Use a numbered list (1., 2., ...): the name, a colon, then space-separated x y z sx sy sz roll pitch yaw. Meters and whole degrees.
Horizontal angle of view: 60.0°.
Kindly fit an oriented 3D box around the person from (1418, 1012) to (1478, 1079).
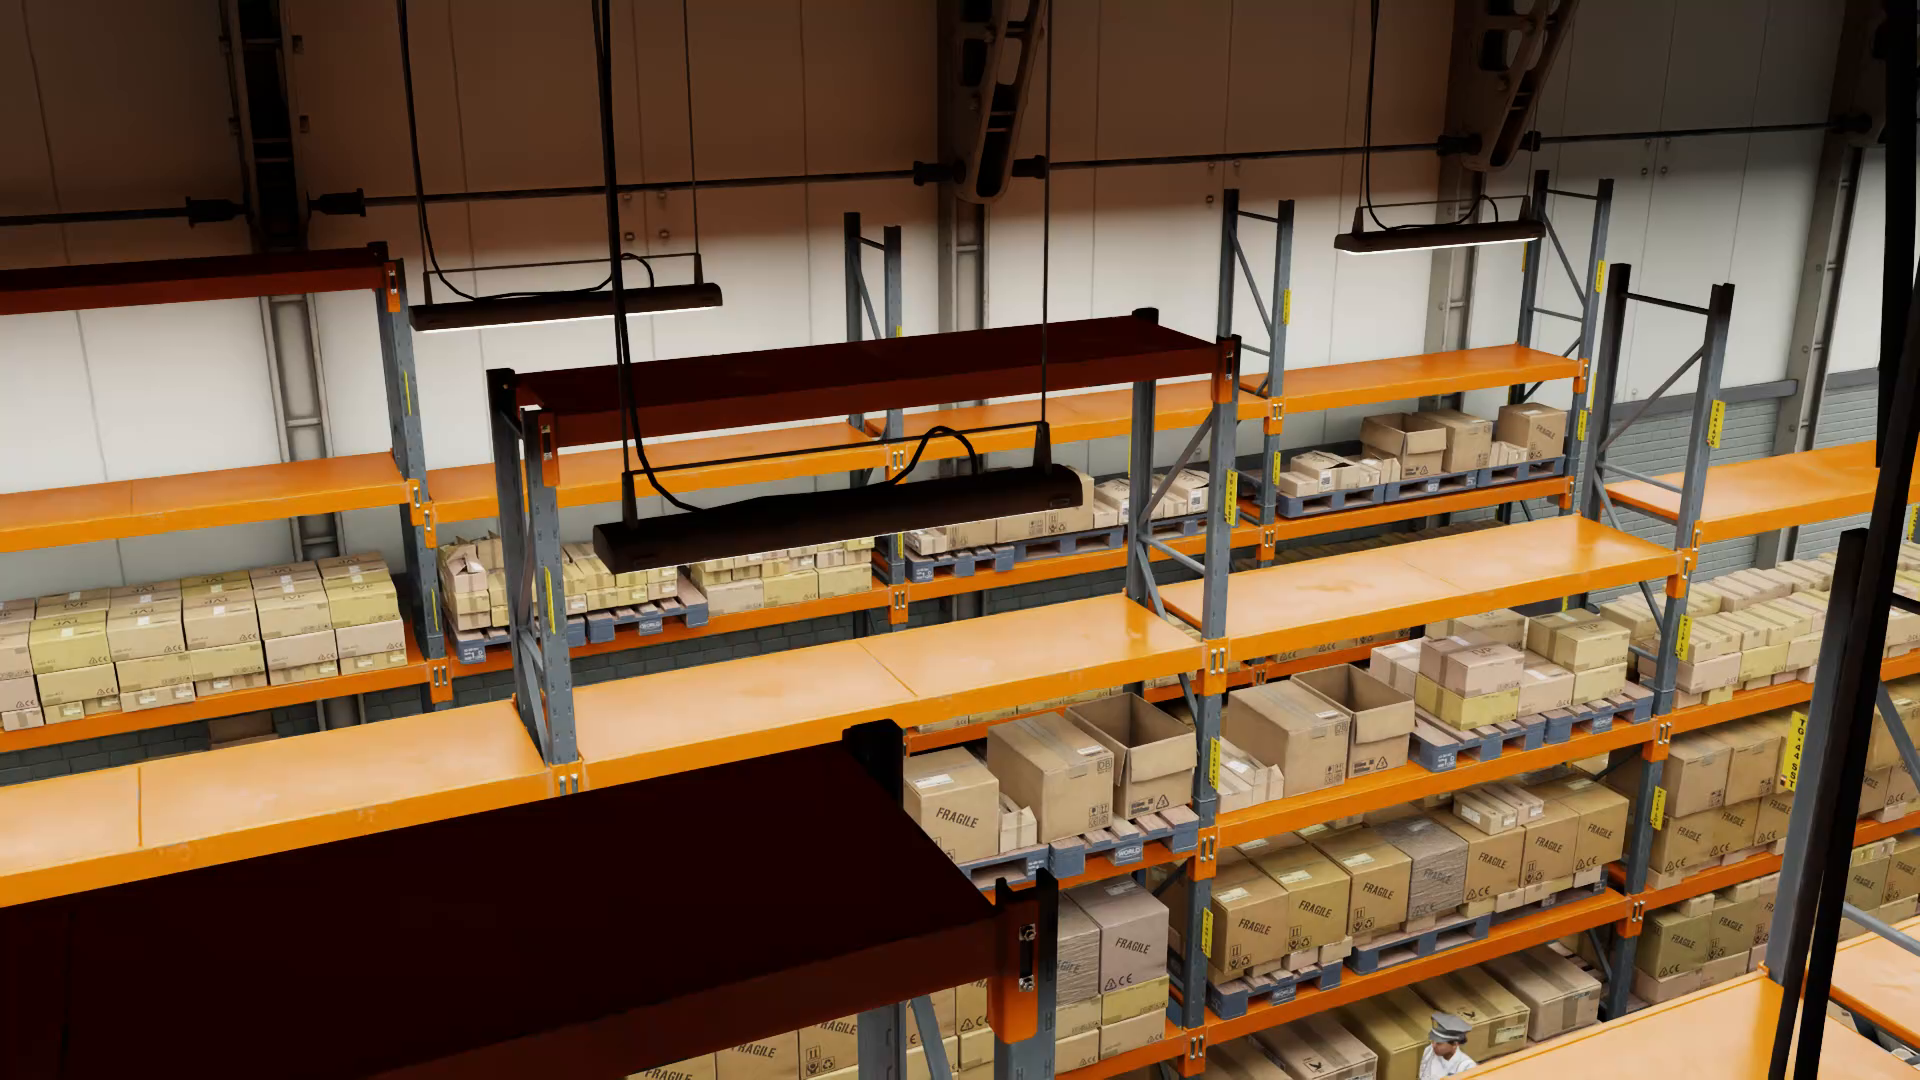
1. person: 3.213 3.841 10.866 0.426 1.672 0.520 -11 22 -30
